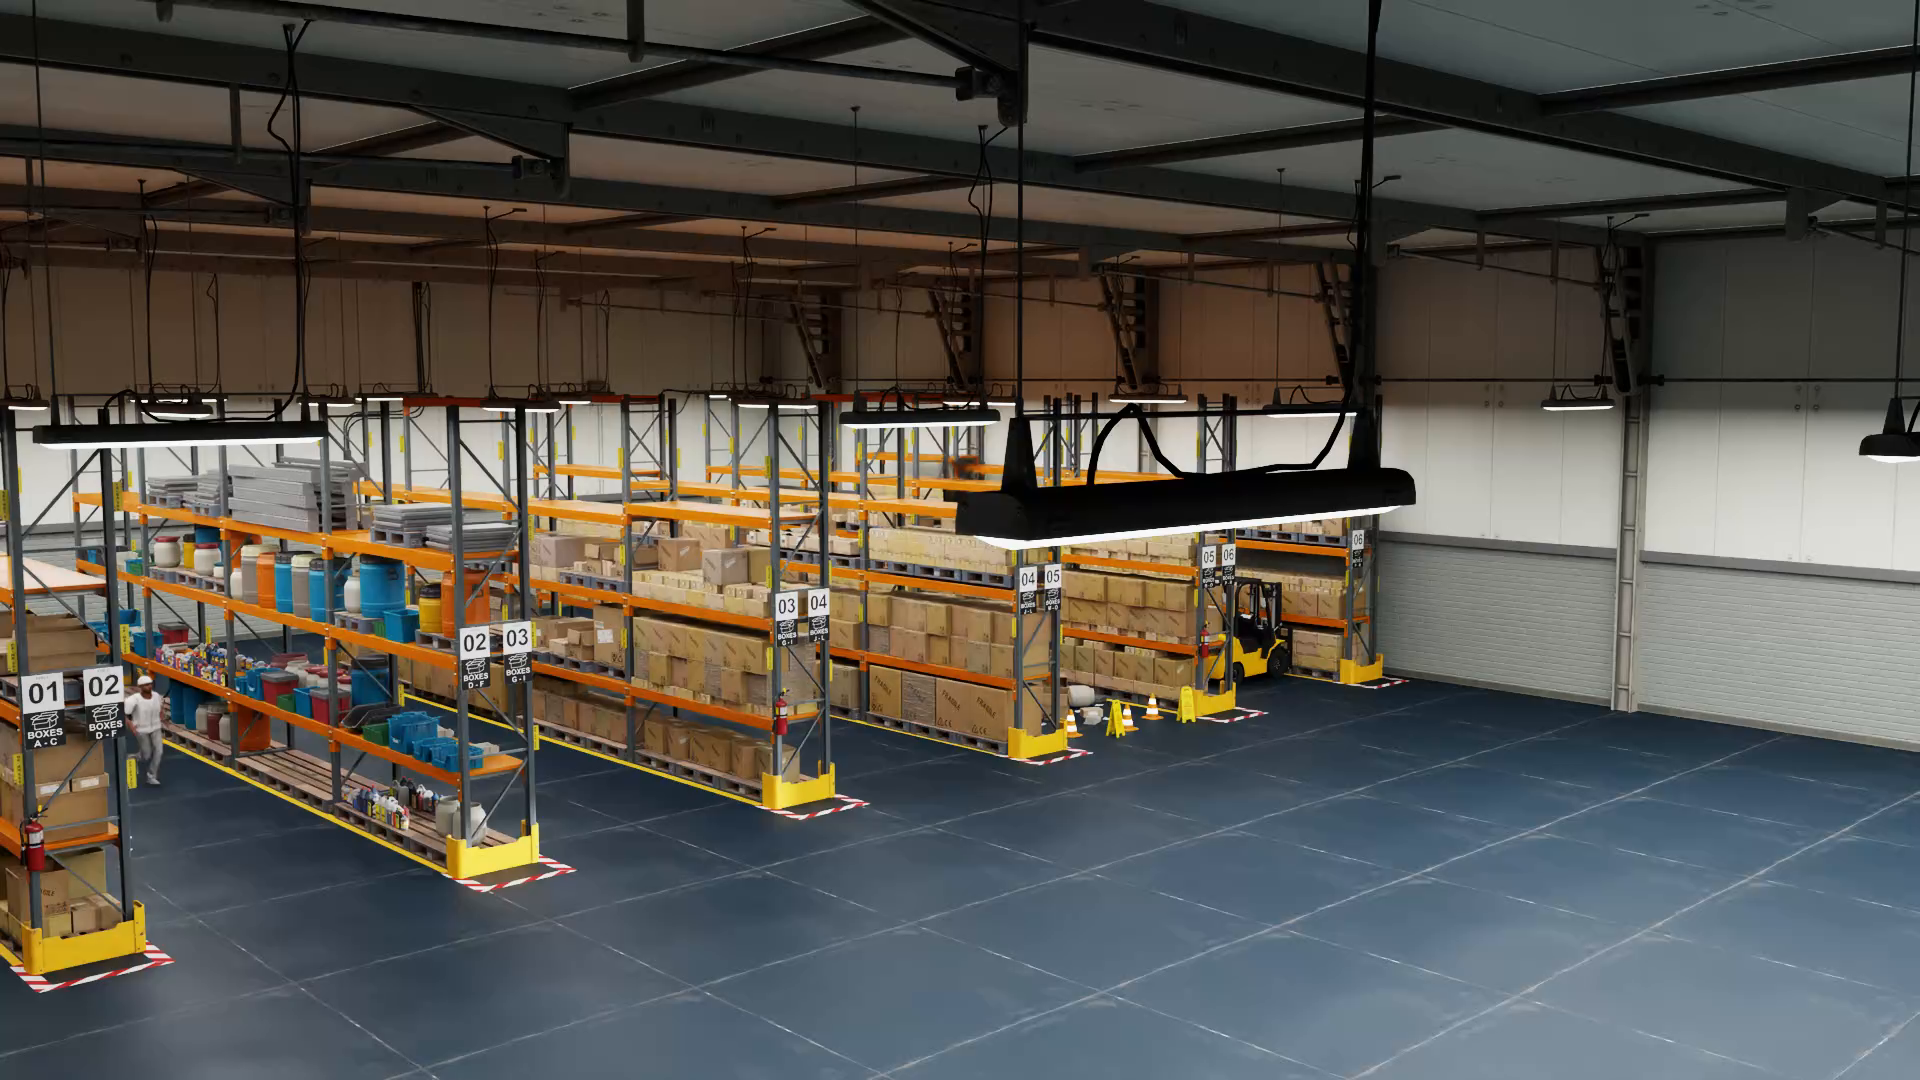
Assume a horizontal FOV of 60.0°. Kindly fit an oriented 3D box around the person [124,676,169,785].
[{"bbox_3d":[-12.775,2.967,26.041,0.712,1.719,0.696,4,7,35],"label":"person"}]

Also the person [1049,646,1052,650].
[{"bbox_3d":[1.673,1.907,37.382,0.614,1.611,0.861,-5,8,-44],"label":"person"}]
